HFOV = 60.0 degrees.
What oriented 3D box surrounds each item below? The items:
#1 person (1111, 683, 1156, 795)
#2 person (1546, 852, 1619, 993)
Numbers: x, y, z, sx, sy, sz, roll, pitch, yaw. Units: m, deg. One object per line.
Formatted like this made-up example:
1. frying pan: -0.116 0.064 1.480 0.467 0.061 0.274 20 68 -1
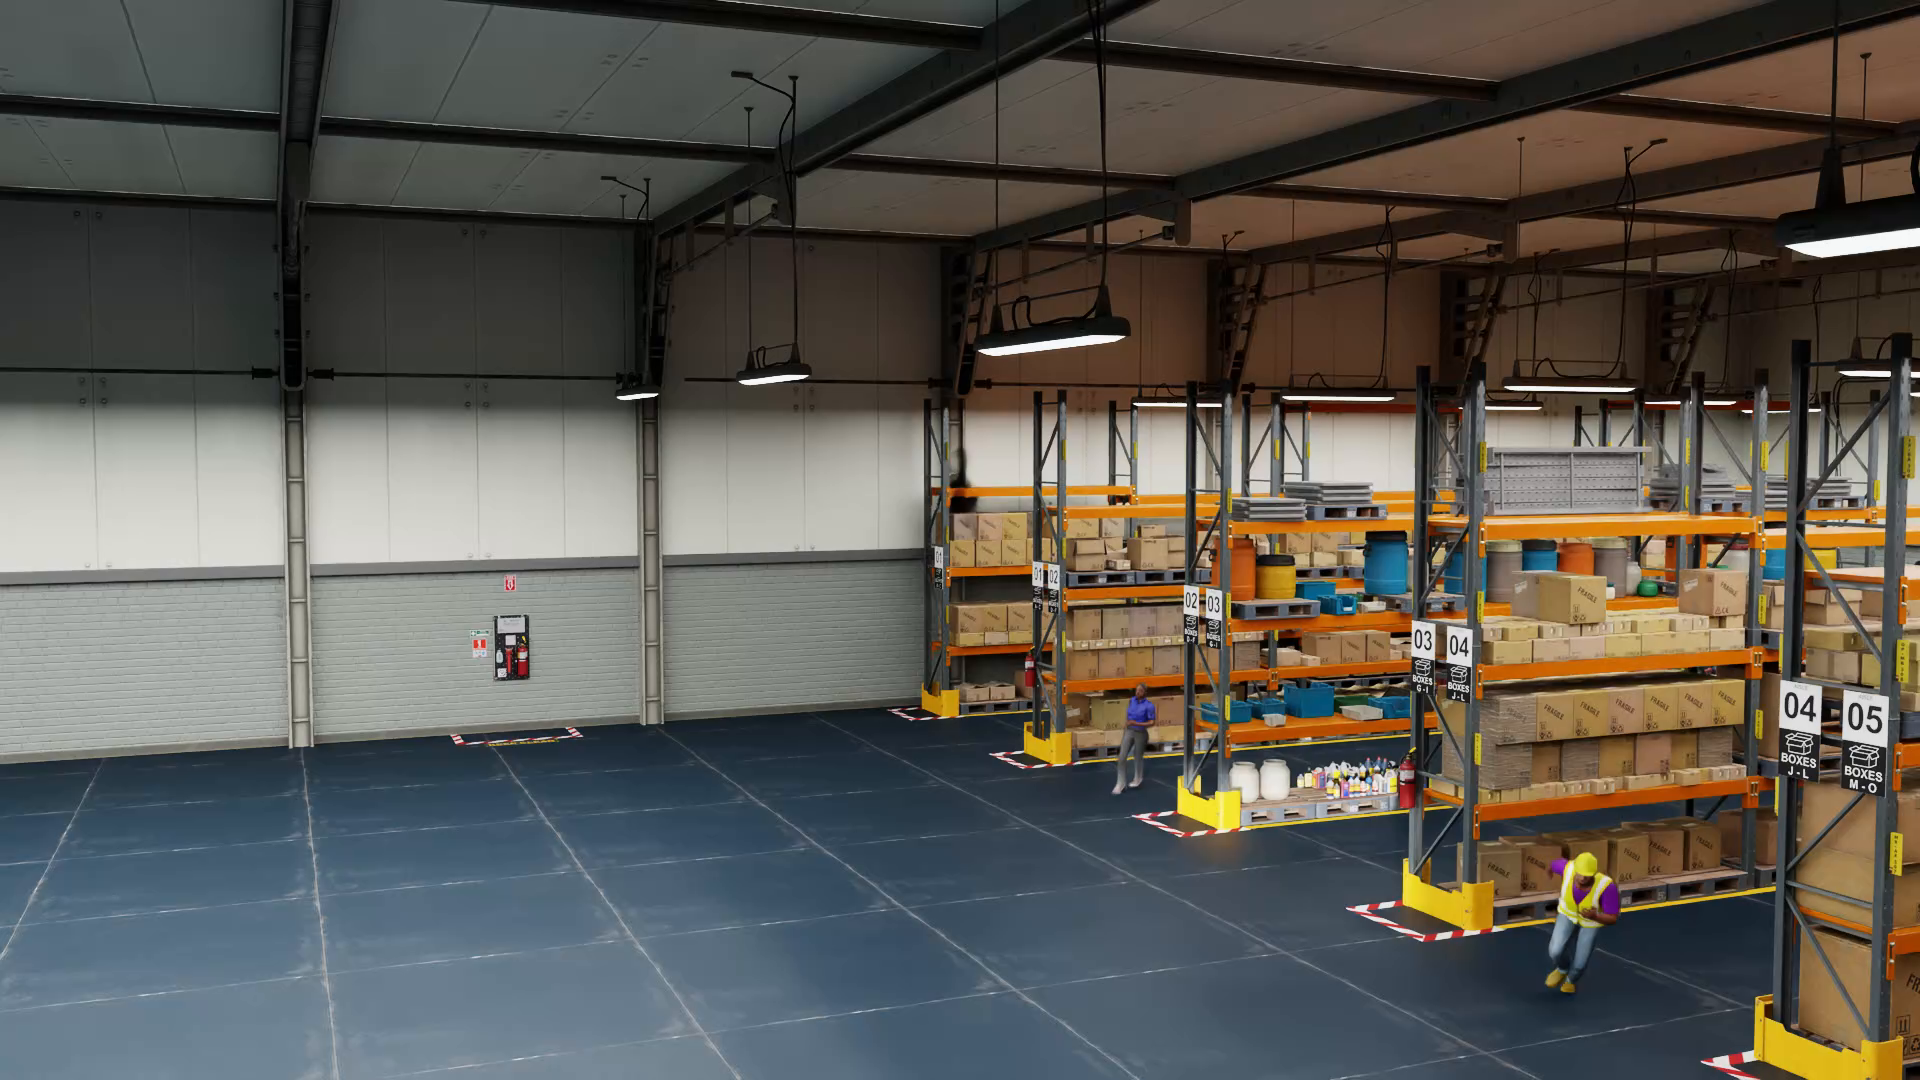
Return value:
1. person: 2.634 2.920 24.512 0.625 1.688 0.699 2 4 28
2. person: 5.685 3.513 15.260 0.704 1.470 1.004 2 4 27
